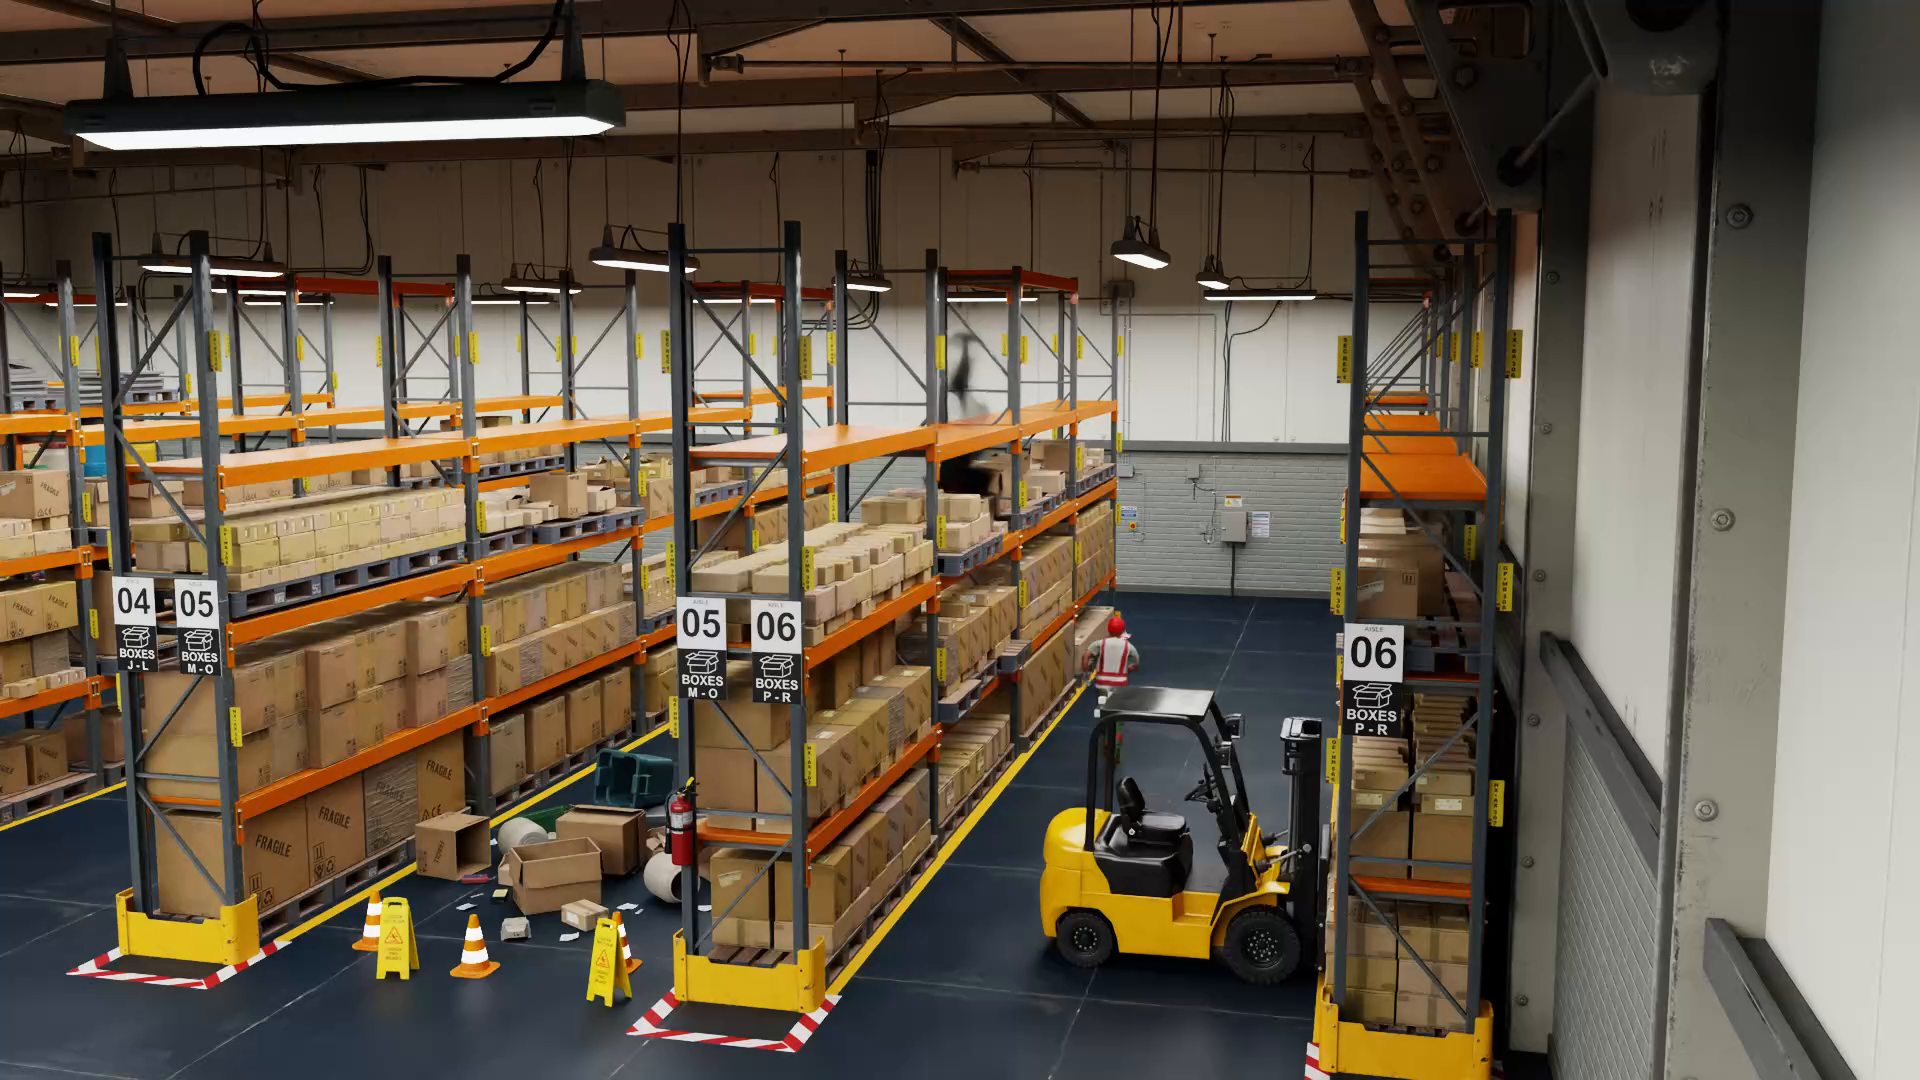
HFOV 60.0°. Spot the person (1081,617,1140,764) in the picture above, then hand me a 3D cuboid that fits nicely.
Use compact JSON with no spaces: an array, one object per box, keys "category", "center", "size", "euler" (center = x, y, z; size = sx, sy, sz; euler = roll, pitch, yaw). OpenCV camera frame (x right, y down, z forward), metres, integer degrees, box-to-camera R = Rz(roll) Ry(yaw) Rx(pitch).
[{"category":"person","center":[1.834,1.818,20.201],"size":[0.671,1.783,0.884],"euler":[2,7,16]}]

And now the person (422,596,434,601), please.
[{"category":"person","center":[-7.153,1.579,22.820],"size":[0.753,1.744,0.985],"euler":[1,7,5]}]
